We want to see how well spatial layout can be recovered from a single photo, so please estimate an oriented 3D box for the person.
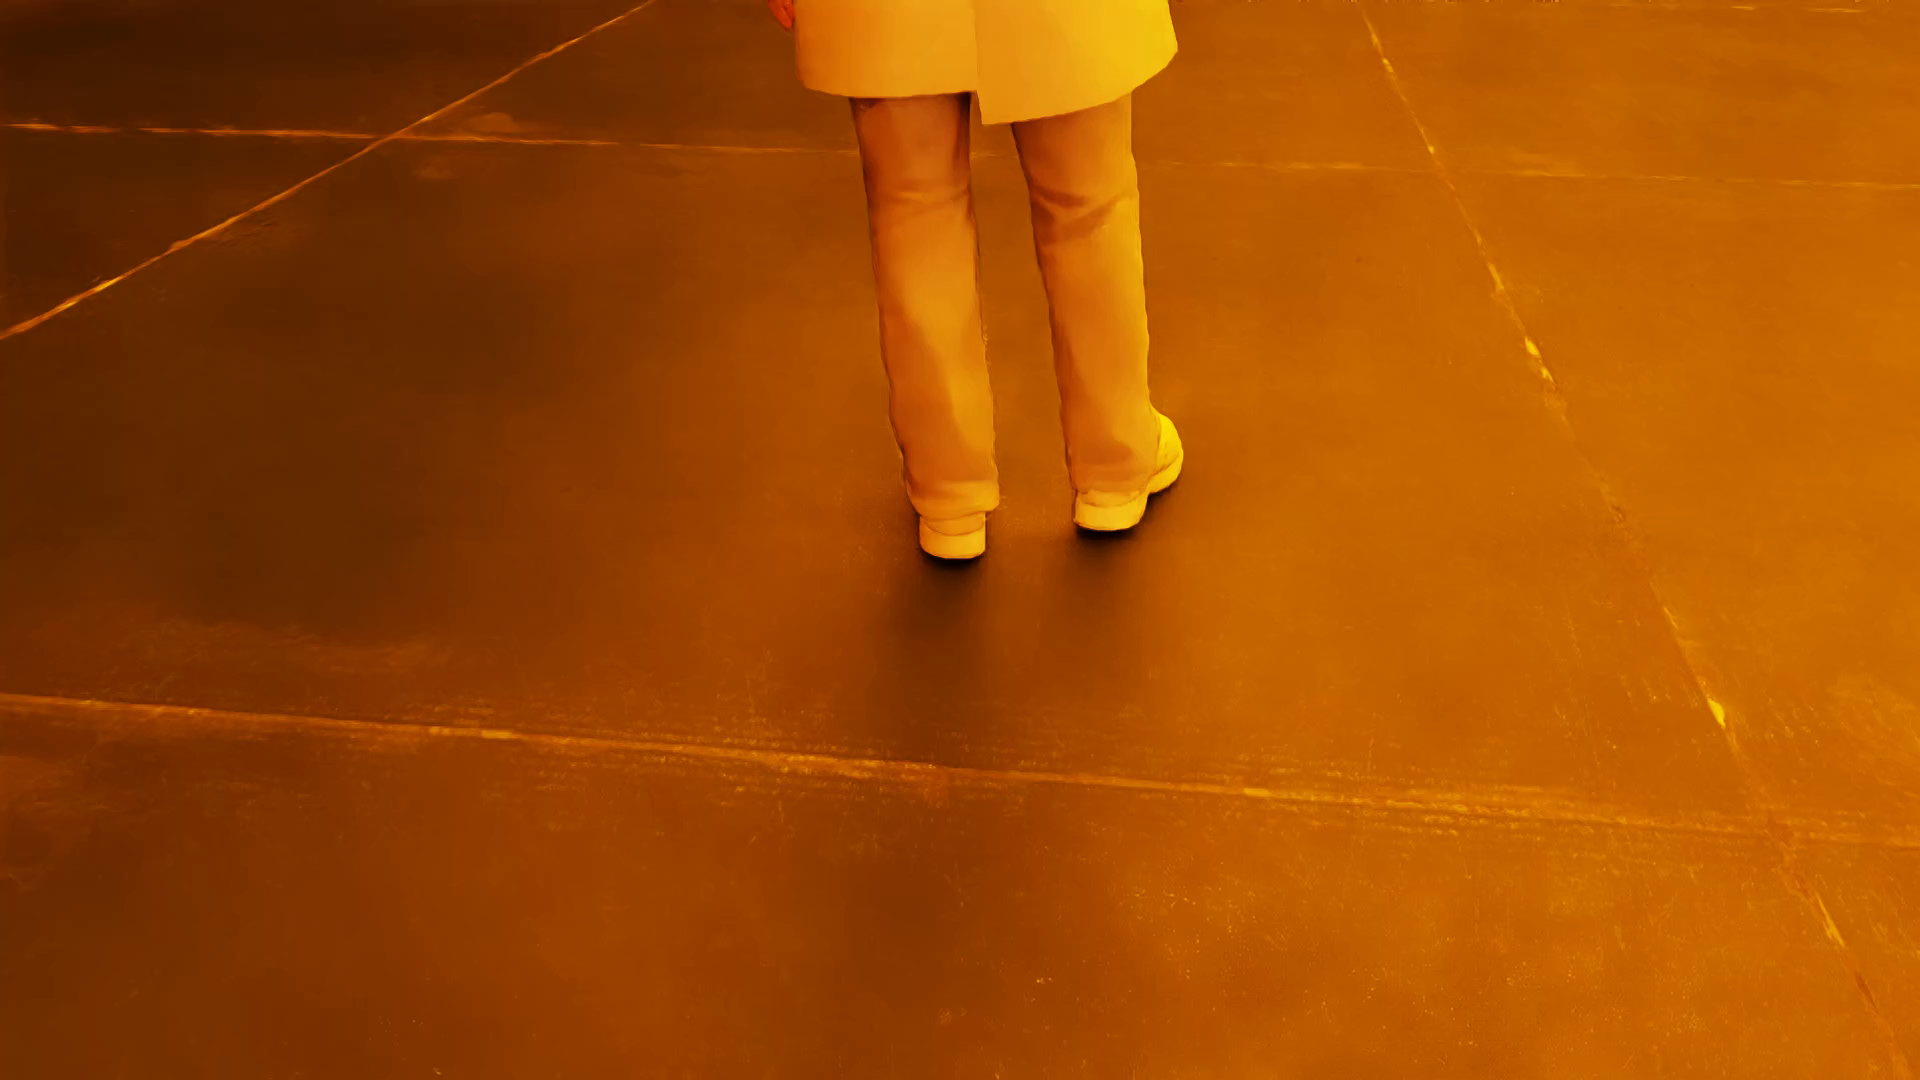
[{"bbox_3d":[0.017,-0.842,2.180,0.694,1.776,0.579,3,27,7],"label":"person"}]
